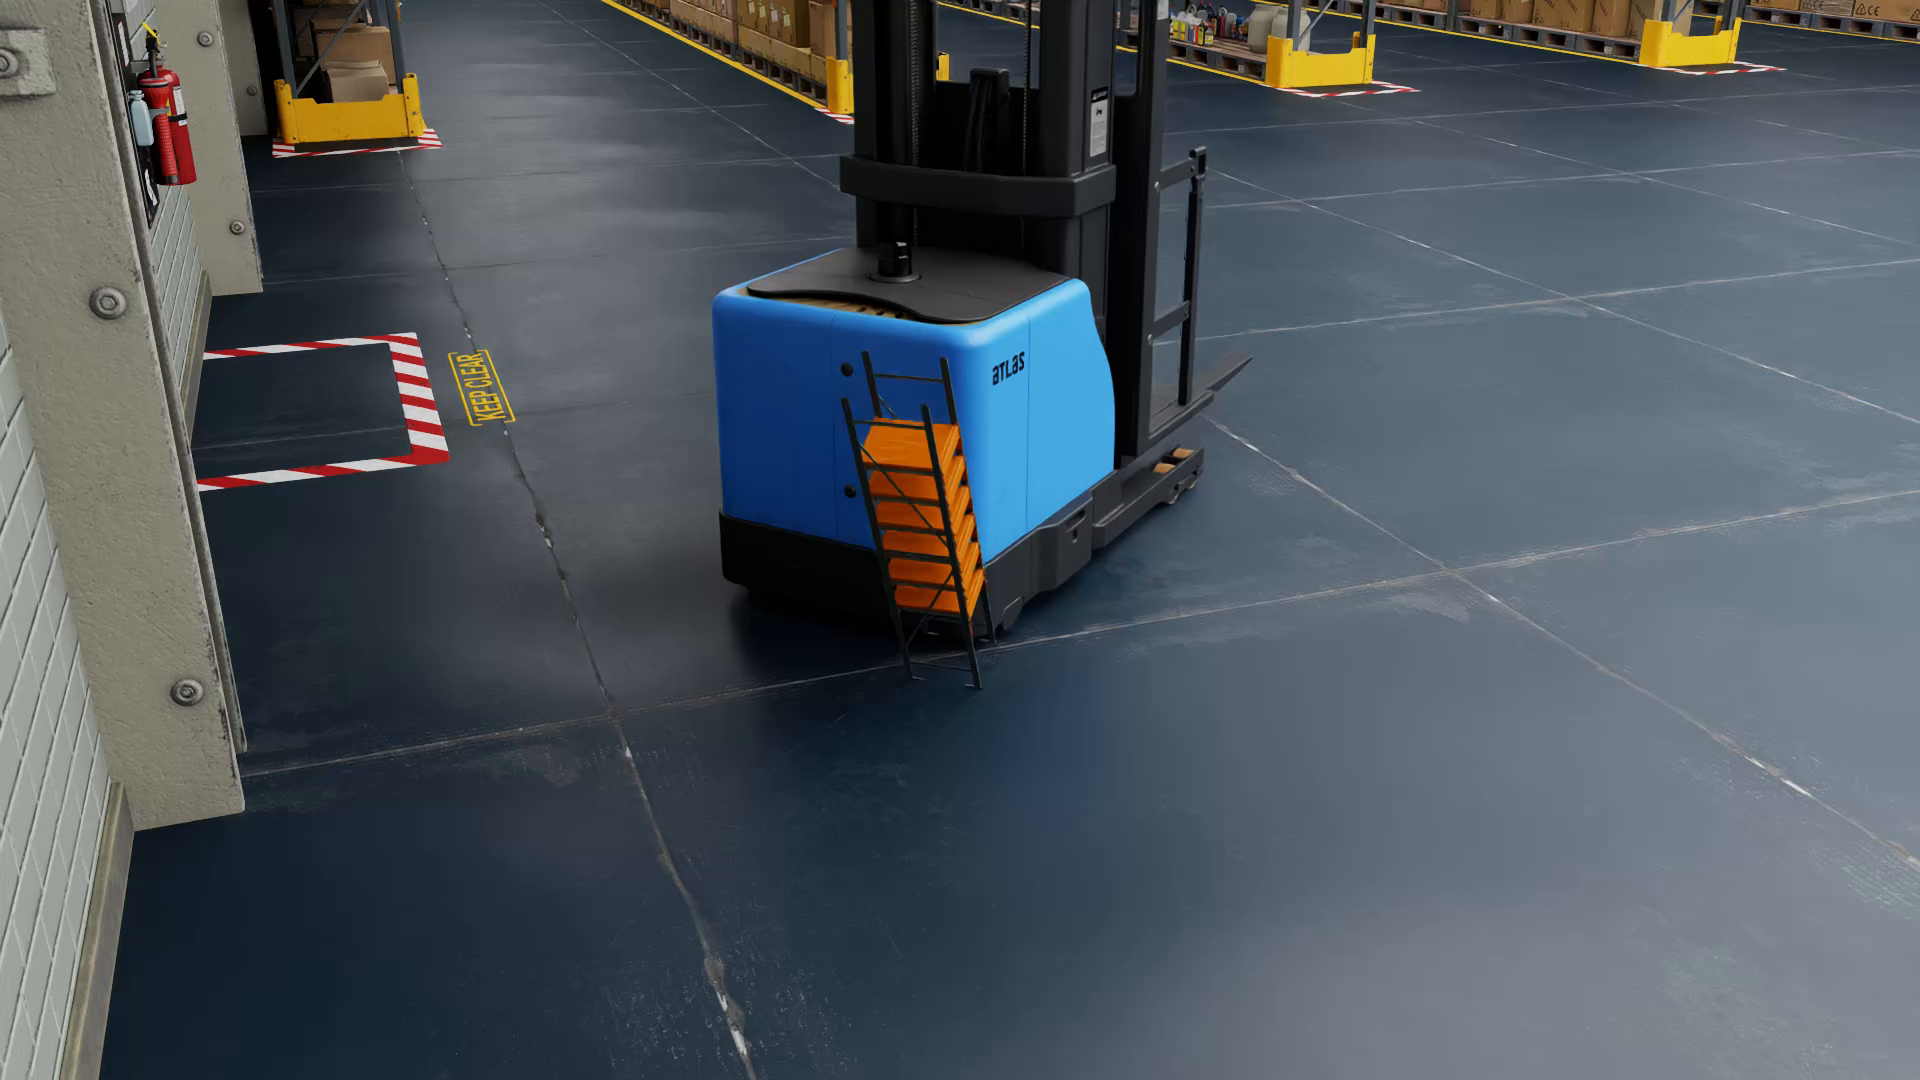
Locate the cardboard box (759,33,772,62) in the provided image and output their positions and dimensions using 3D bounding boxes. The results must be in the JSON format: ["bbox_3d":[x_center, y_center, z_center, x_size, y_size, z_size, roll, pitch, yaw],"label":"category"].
[{"bbox_3d":[-1.892,-5.408,18.218,0.500,0.250,0.500,-8,24,-19],"label":"cardboard box"}]

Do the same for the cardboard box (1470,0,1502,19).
[{"bbox_3d":[7.257,-7.305,22.397,0.500,0.500,0.500,-9,25,-21],"label":"cardboard box"}]

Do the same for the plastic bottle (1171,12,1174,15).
[{"bbox_3d":[2.580,-6.294,20.267,0.097,0.271,0.097,0,23,0],"label":"plastic bottle"}]

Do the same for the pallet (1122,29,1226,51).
[{"bbox_3d":[2.717,-6.200,20.688,1.003,0.211,1.213,-8,24,-19],"label":"pallet"}]

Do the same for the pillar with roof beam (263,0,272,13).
[{"bbox_3d":[-6.604,-12.773,24.968,9.100,9.000,0.400,-8,24,-19],"label":"pillar with roof beam"}]

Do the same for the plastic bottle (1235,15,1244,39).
[{"bbox_3d":[3.355,-6.163,19.956,0.097,0.271,0.097,0,23,0],"label":"plastic bottle"}]

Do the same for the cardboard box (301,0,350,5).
[{"bbox_3d":[-7.184,-6.196,18.776,0.500,0.250,0.500,-9,24,-20],"label":"cardboard box"}]

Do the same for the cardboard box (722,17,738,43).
[{"bbox_3d":[-2.534,-6.094,19.845,0.500,0.250,0.500,-9,24,-20],"label":"cardboard box"}]

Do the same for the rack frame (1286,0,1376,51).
[{"bbox_3d":[3.932,-6.281,17.290,1.000,3.000,0.127,-8,24,-19],"label":"rack frame"}]

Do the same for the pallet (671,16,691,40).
[{"bbox_3d":[-3.275,-6.920,22.397,1.003,0.211,1.213,-8,24,-19],"label":"pallet"}]

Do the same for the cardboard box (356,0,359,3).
[{"bbox_3d":[-7.859,-6.625,20.758,0.700,0.500,0.500,-8,24,-18],"label":"cardboard box"}]

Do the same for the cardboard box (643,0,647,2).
[{"bbox_3d":[-4.453,-8.246,24.604,0.500,0.500,0.500,-9,25,-21],"label":"cardboard box"}]

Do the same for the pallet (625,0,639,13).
[{"bbox_3d":[-4.620,-8.388,25.879,1.003,0.211,1.213,-8,24,-19],"label":"pallet"}]

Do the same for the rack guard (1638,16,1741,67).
[{"bbox_3d":[8.539,-5.836,19.454,1.175,0.500,0.348,-8,24,-19],"label":"rack guard"}]

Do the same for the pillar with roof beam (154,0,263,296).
[{"bbox_3d":[-0.246,-6.233,9.451,9.100,9.000,0.400,-8,24,-19],"label":"pillar with roof beam"}]

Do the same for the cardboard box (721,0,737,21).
[{"bbox_3d":[-2.528,-6.349,19.729,0.500,0.311,0.500,-8,24,-19],"label":"cardboard box"}]

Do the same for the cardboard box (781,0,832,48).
[{"bbox_3d":[-1.538,-5.390,17.211,0.500,0.500,0.500,-8,24,-19],"label":"cardboard box"}]

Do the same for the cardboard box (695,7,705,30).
[{"bbox_3d":[-3.071,-6.649,21.162,0.500,0.250,0.500,-8,24,-18],"label":"cardboard box"}]

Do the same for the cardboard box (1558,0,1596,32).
[{"bbox_3d":[7.914,-6.674,20.901,0.500,0.500,0.500,-6,24,-14],"label":"cardboard box"}]

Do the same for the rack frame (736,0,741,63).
[{"bbox_3d":[-2.116,-7.056,19.130,1.000,3.000,0.127,-8,24,-19],"label":"rack frame"}]

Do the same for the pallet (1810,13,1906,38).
[{"bbox_3d":[12.459,-7.042,22.686,1.003,0.211,1.213,-8,24,-19],"label":"pallet"}]

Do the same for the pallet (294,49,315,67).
[{"bbox_3d":[-7.026,-5.373,18.726,1.003,0.211,1.213,-8,24,-19],"label":"pallet"}]

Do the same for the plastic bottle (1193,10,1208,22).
[{"bbox_3d":[2.954,-6.388,20.486,0.152,0.276,0.135,-8,24,-19],"label":"plastic bottle"}]

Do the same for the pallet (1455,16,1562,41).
[{"bbox_3d":[7.423,-6.890,22.325,1.003,0.211,1.213,-8,24,-19],"label":"pallet"}]

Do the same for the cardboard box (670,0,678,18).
[{"bbox_3d":[-3.619,-7.206,22.483,0.500,0.250,0.500,-8,24,-19],"label":"cardboard box"}]

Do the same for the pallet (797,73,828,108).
[{"bbox_3d":[-1.013,-4.590,16.868,1.003,0.211,1.213,-8,24,-19],"label":"pallet"}]

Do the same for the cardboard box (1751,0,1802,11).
[{"bbox_3d":[11.985,-8.034,23.645,0.875,0.875,0.875,-8,24,-18],"label":"cardboard box"}]

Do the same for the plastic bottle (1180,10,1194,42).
[{"bbox_3d":[2.699,-6.076,19.647,0.144,0.351,0.185,-7,24,-17],"label":"plastic bottle"}]

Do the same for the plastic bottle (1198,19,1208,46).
[{"bbox_3d":[2.815,-5.879,19.268,0.061,0.283,0.133,-8,24,-18],"label":"plastic bottle"}]

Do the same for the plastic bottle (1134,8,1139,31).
[{"bbox_3d":[2.221,-6.504,20.766,0.097,0.271,0.097,0,23,0],"label":"plastic bottle"}]

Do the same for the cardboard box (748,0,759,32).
[{"bbox_3d":[-2.061,-5.936,18.506,0.500,0.500,0.500,-8,24,-19],"label":"cardboard box"}]

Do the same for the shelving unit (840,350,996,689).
[{"bbox_3d":[-0.099,-0.023,4.804,0.258,1.200,0.189,7,49,15],"label":"shelving unit"}]

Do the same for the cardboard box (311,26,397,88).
[{"bbox_3d":[-5.910,-4.717,16.231,0.700,0.500,0.500,-10,25,-22],"label":"cardboard box"}]

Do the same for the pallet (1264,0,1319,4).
[{"bbox_3d":[5.532,-8.879,27.045,1.003,0.211,1.213,-8,24,-19],"label":"pallet"}]

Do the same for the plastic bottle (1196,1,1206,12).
[{"bbox_3d":[3.016,-6.522,20.706,0.144,0.351,0.185,-9,24,-20],"label":"plastic bottle"}]

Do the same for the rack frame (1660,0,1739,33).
[{"bbox_3d":[8.566,-6.961,18.903,1.000,3.000,0.127,-8,24,-19],"label":"rack frame"}]

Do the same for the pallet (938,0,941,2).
[{"bbox_3d":[-0.074,-9.070,27.498,1.003,0.211,1.213,-8,24,-19],"label":"pallet"}]

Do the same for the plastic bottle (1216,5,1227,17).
[{"bbox_3d":[3.198,-6.335,20.263,0.144,0.351,0.185,-8,24,-19],"label":"plastic bottle"}]

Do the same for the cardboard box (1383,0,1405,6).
[{"bbox_3d":[6.607,-8.070,24.187,0.700,0.500,0.500,-11,25,-24],"label":"cardboard box"}]

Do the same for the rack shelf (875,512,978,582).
[{"bbox_3d":[-0.094,0.006,4.836,0.258,0.103,0.180,7,49,15],"label":"rack shelf"}]

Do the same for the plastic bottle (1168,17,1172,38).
[{"bbox_3d":[2.502,-6.201,20.031,0.061,0.283,0.133,-7,24,-17],"label":"plastic bottle"}]

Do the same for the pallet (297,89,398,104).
[{"bbox_3d":[-5.617,-3.965,15.384,1.003,0.211,1.213,-8,24,-19],"label":"pallet"}]

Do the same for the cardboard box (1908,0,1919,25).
[{"bbox_3d":[12.940,-7.056,21.324,0.875,0.875,0.875,-8,24,-19],"label":"cardboard box"}]

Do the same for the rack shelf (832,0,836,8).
[{"bbox_3d":[-1.410,-5.998,17.545,1.077,0.370,4.000,-8,24,-19],"label":"rack shelf"}]

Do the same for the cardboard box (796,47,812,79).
[{"bbox_3d":[-1.357,-4.864,16.927,0.500,0.250,0.500,-8,24,-19],"label":"cardboard box"}]

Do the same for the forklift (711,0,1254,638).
[{"bbox_3d":[0.334,-1.568,6.196,1.130,2.935,3.031,12,26,27],"label":"forklift"}]

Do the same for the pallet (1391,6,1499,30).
[{"bbox_3d":[6.876,-7.412,23.563,1.003,0.211,1.213,-8,24,-19],"label":"pallet"}]

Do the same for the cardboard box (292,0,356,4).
[{"bbox_3d":[-7.397,-6.063,19.425,0.700,0.500,0.500,-8,24,-18],"label":"cardboard box"}]

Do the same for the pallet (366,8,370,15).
[{"bbox_3d":[-8.798,-7.283,23.258,1.003,0.211,1.213,-8,24,-19],"label":"pallet"}]

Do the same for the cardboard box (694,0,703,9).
[{"bbox_3d":[-3.065,-6.902,21.041,0.500,0.311,0.500,-9,24,-20],"label":"cardboard box"}]

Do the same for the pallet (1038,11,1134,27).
[{"bbox_3d":[1.771,-7.174,22.998,1.003,0.211,1.213,-8,24,-19],"label":"pallet"}]

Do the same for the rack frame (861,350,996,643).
[{"bbox_3d":[-0.076,-0.090,4.861,0.240,1.200,0.006,7,49,15],"label":"rack frame"}]

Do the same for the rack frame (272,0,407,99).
[{"bbox_3d":[-5.336,-4.922,14.065,1.000,3.000,0.127,-8,24,-19],"label":"rack frame"}]

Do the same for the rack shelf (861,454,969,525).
[{"bbox_3d":[-0.123,-0.155,4.661,0.258,0.103,0.180,7,49,15],"label":"rack shelf"}]
